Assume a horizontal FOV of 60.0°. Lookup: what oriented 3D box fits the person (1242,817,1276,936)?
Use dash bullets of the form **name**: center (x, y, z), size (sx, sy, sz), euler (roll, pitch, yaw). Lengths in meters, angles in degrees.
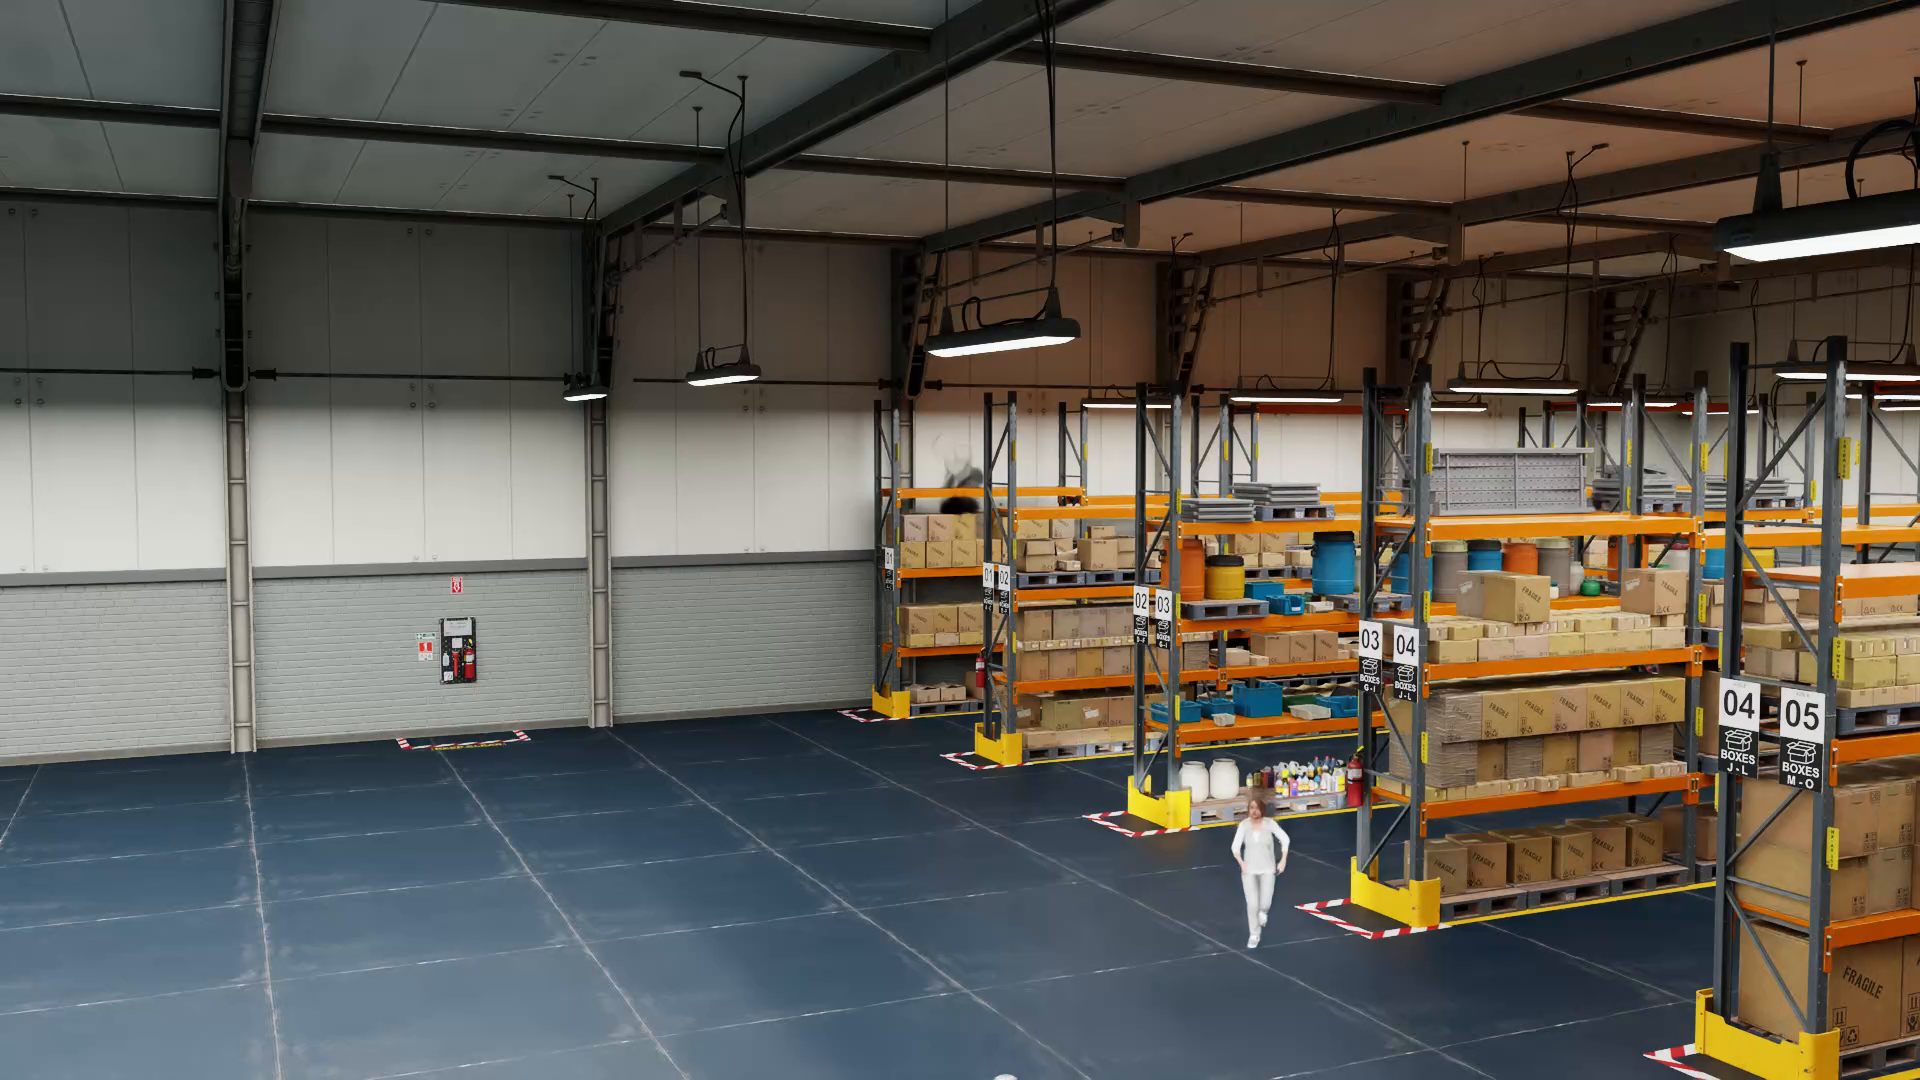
- **person**: center (3.065, 3.466, 17.061), size (0.346, 1.268, 0.472), euler (1, 3, 15)
